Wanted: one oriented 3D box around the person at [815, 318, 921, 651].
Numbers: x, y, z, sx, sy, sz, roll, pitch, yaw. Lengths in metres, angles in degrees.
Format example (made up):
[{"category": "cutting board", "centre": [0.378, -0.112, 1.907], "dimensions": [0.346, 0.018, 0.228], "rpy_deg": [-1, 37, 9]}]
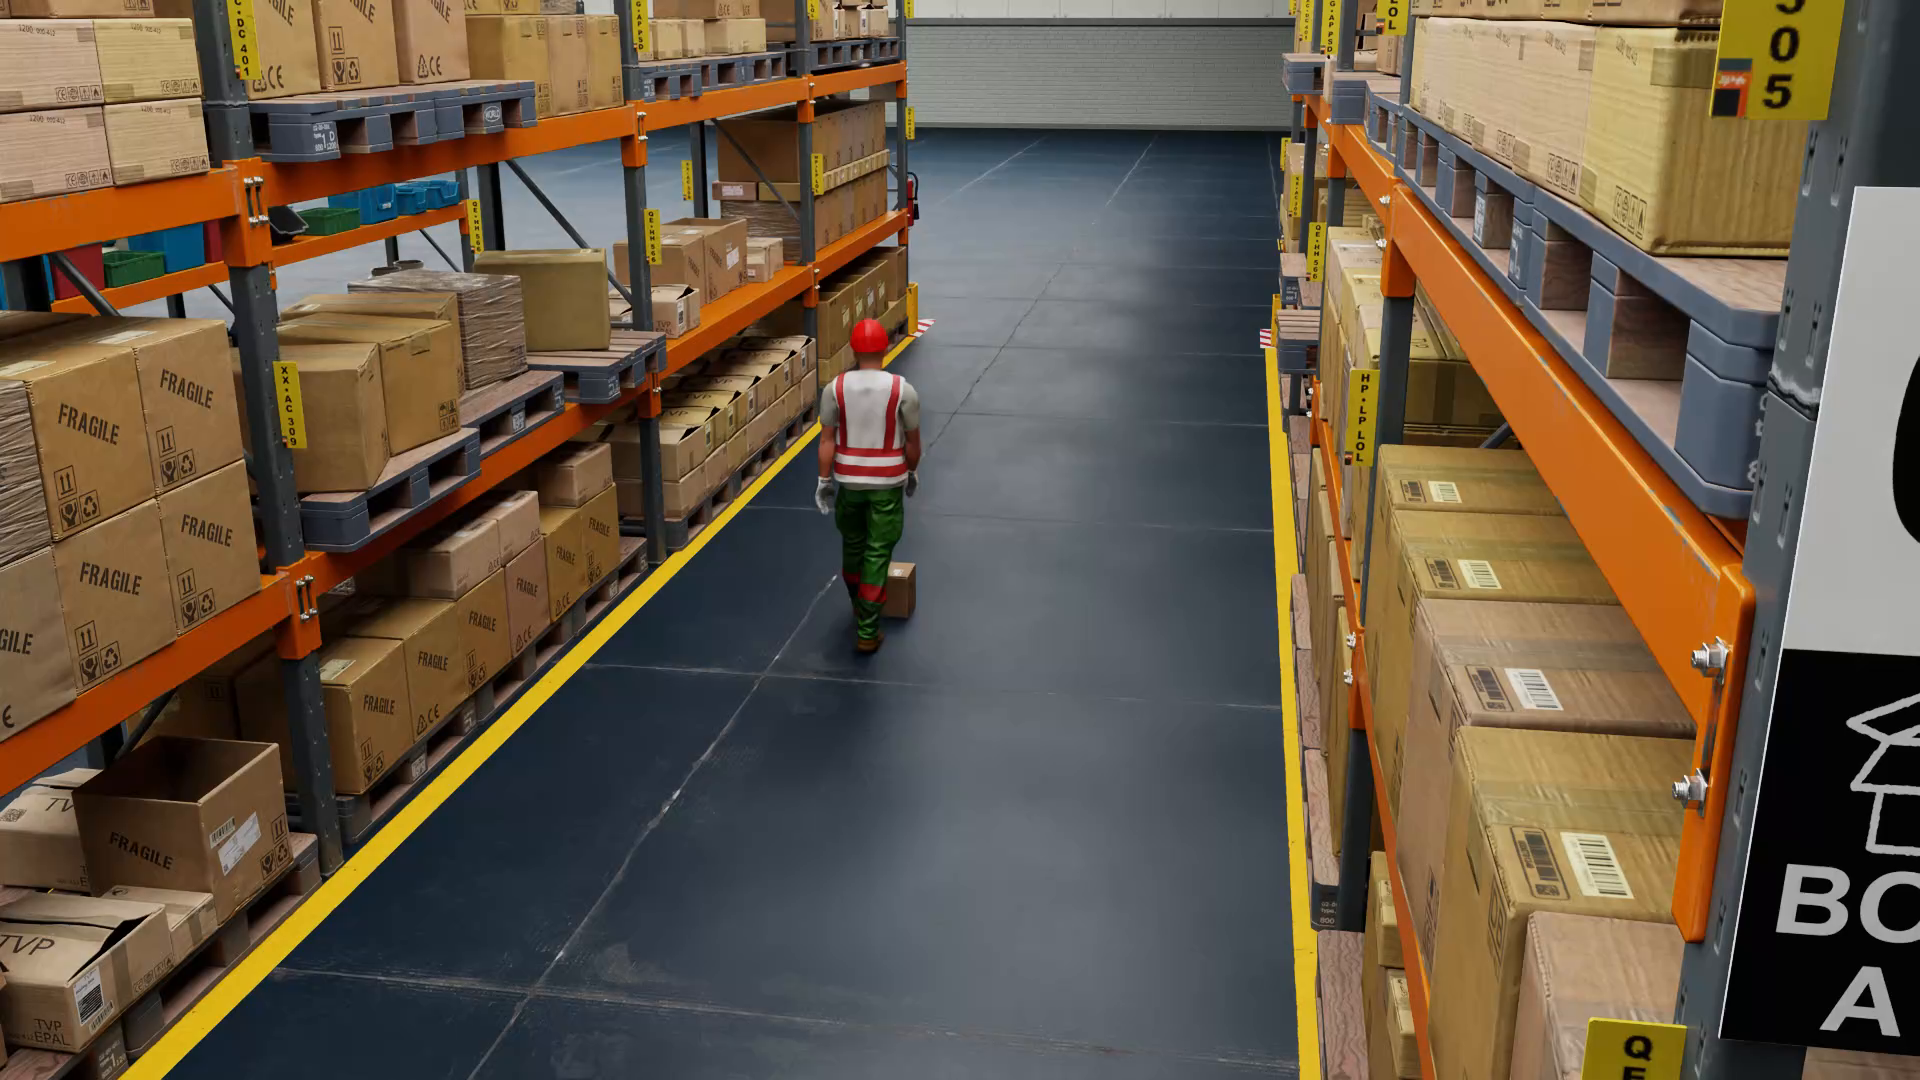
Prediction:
[{"category": "person", "centre": [-0.462, -0.355, 9.082], "dimensions": [0.553, 1.764, 0.817], "rpy_deg": [3, 18, 10]}]
